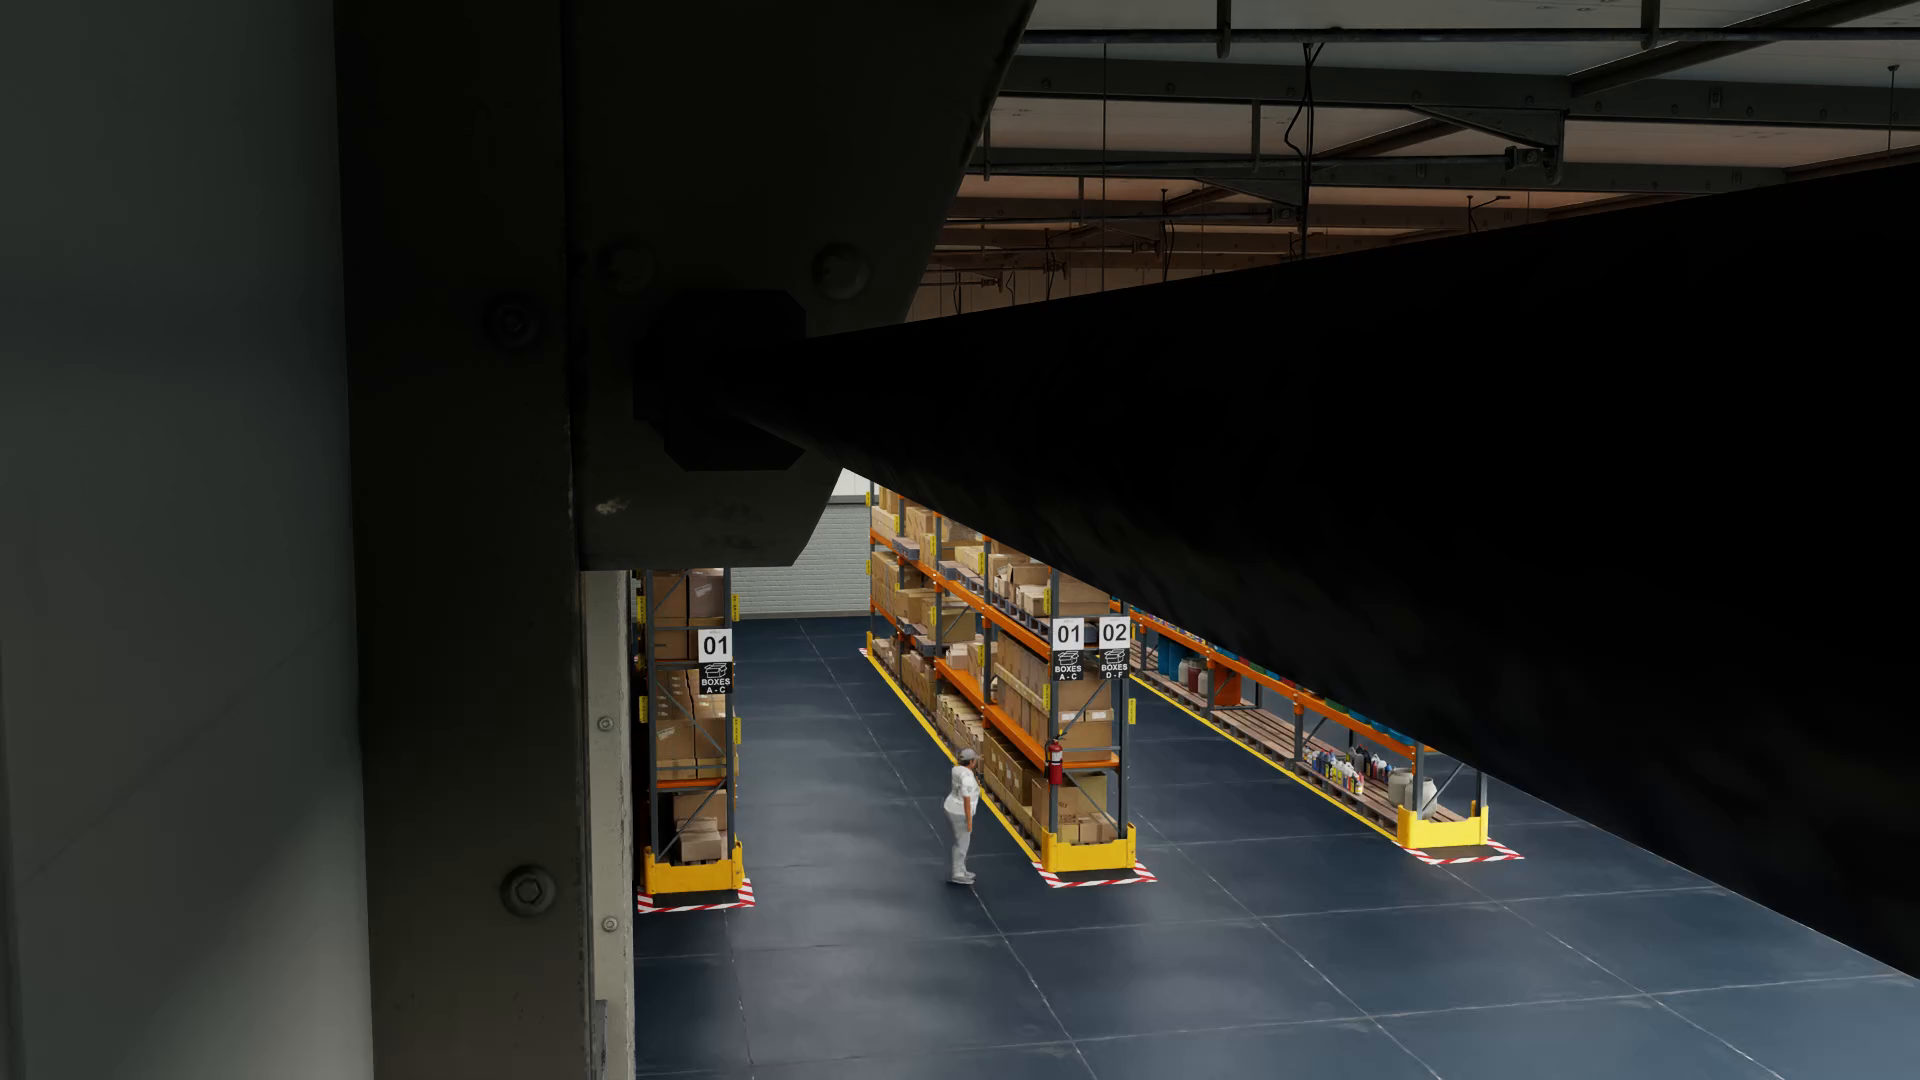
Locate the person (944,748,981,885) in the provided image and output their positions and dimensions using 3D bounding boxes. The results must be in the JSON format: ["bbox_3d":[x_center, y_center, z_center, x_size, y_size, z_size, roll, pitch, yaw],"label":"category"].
[{"bbox_3d":[0.044,3.381,20.428,0.451,1.673,0.508,-2,6,-15],"label":"person"}]
